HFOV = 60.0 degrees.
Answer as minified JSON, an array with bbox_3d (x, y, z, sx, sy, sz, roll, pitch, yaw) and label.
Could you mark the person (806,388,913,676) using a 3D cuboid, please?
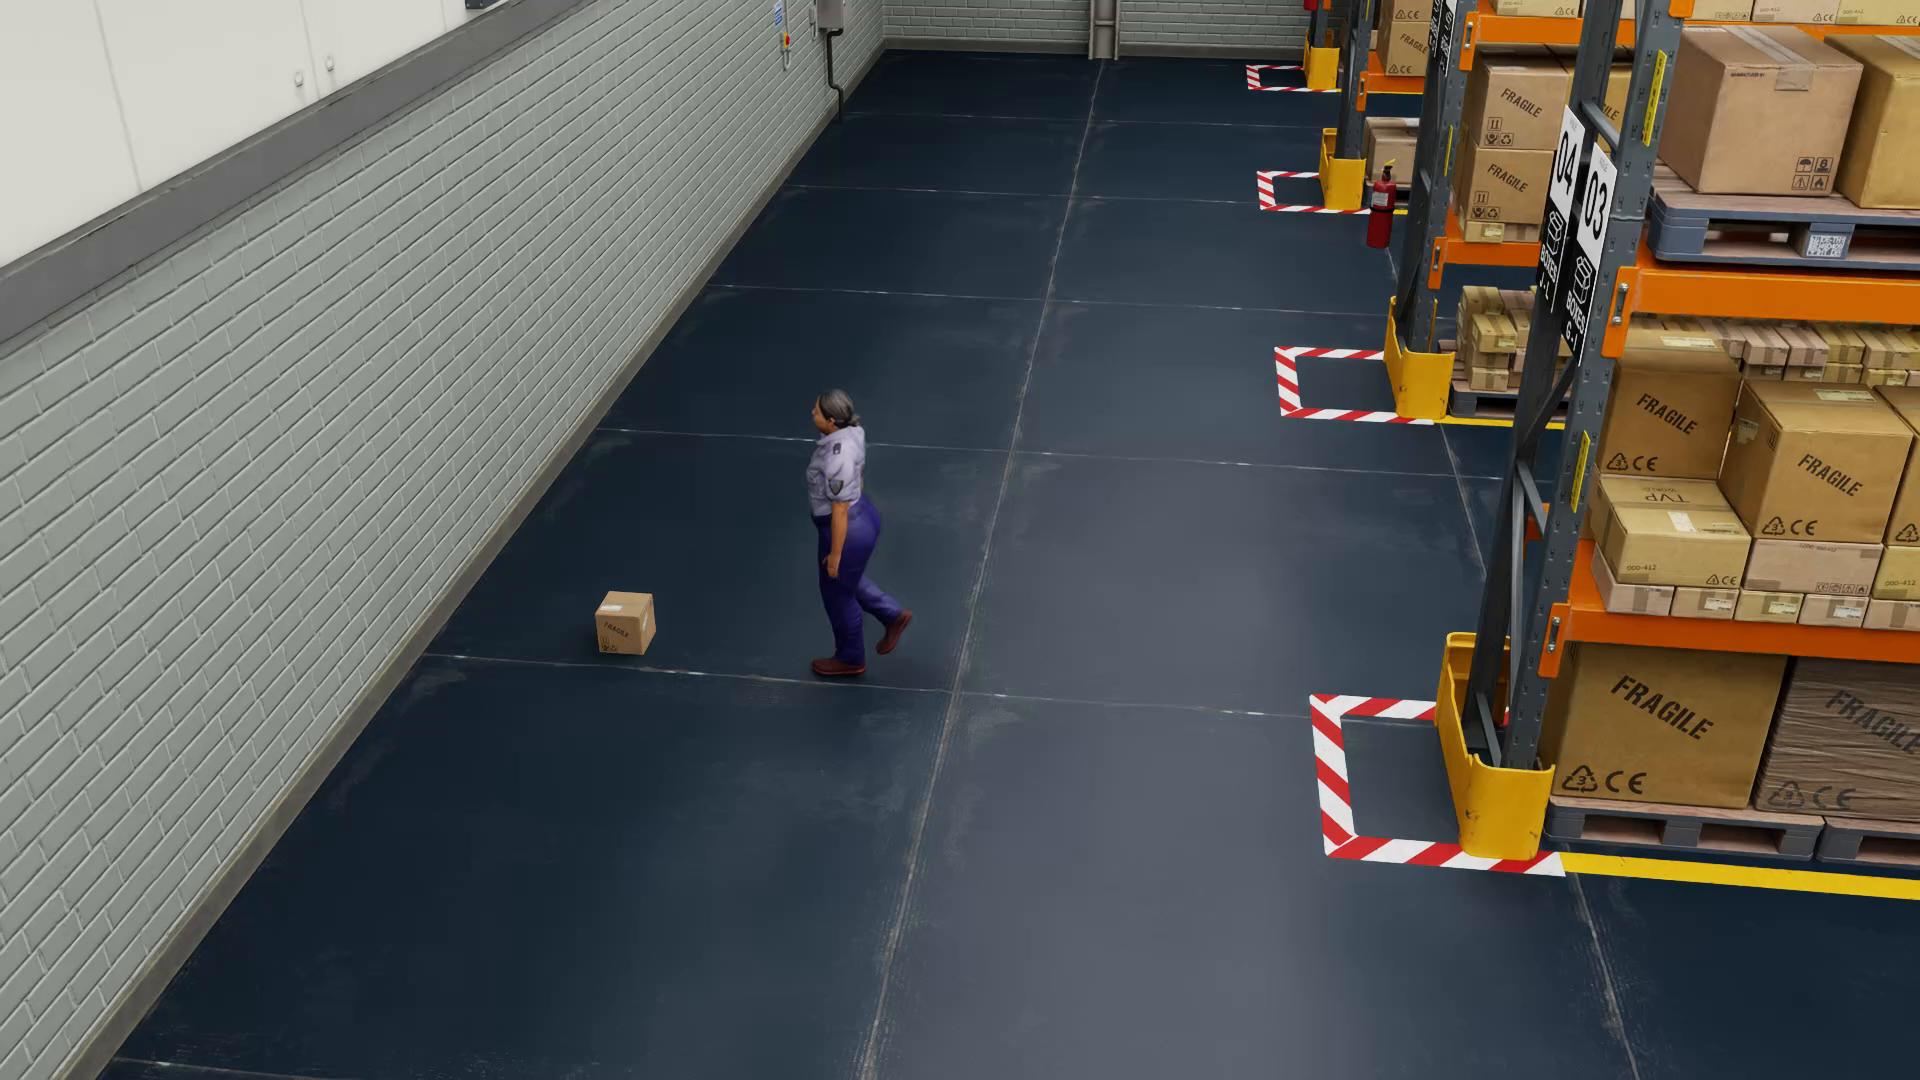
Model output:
[{"bbox_3d":[-0.564,-0.037,8.668,0.471,1.639,0.482,4,29,7],"label":"person"}]
